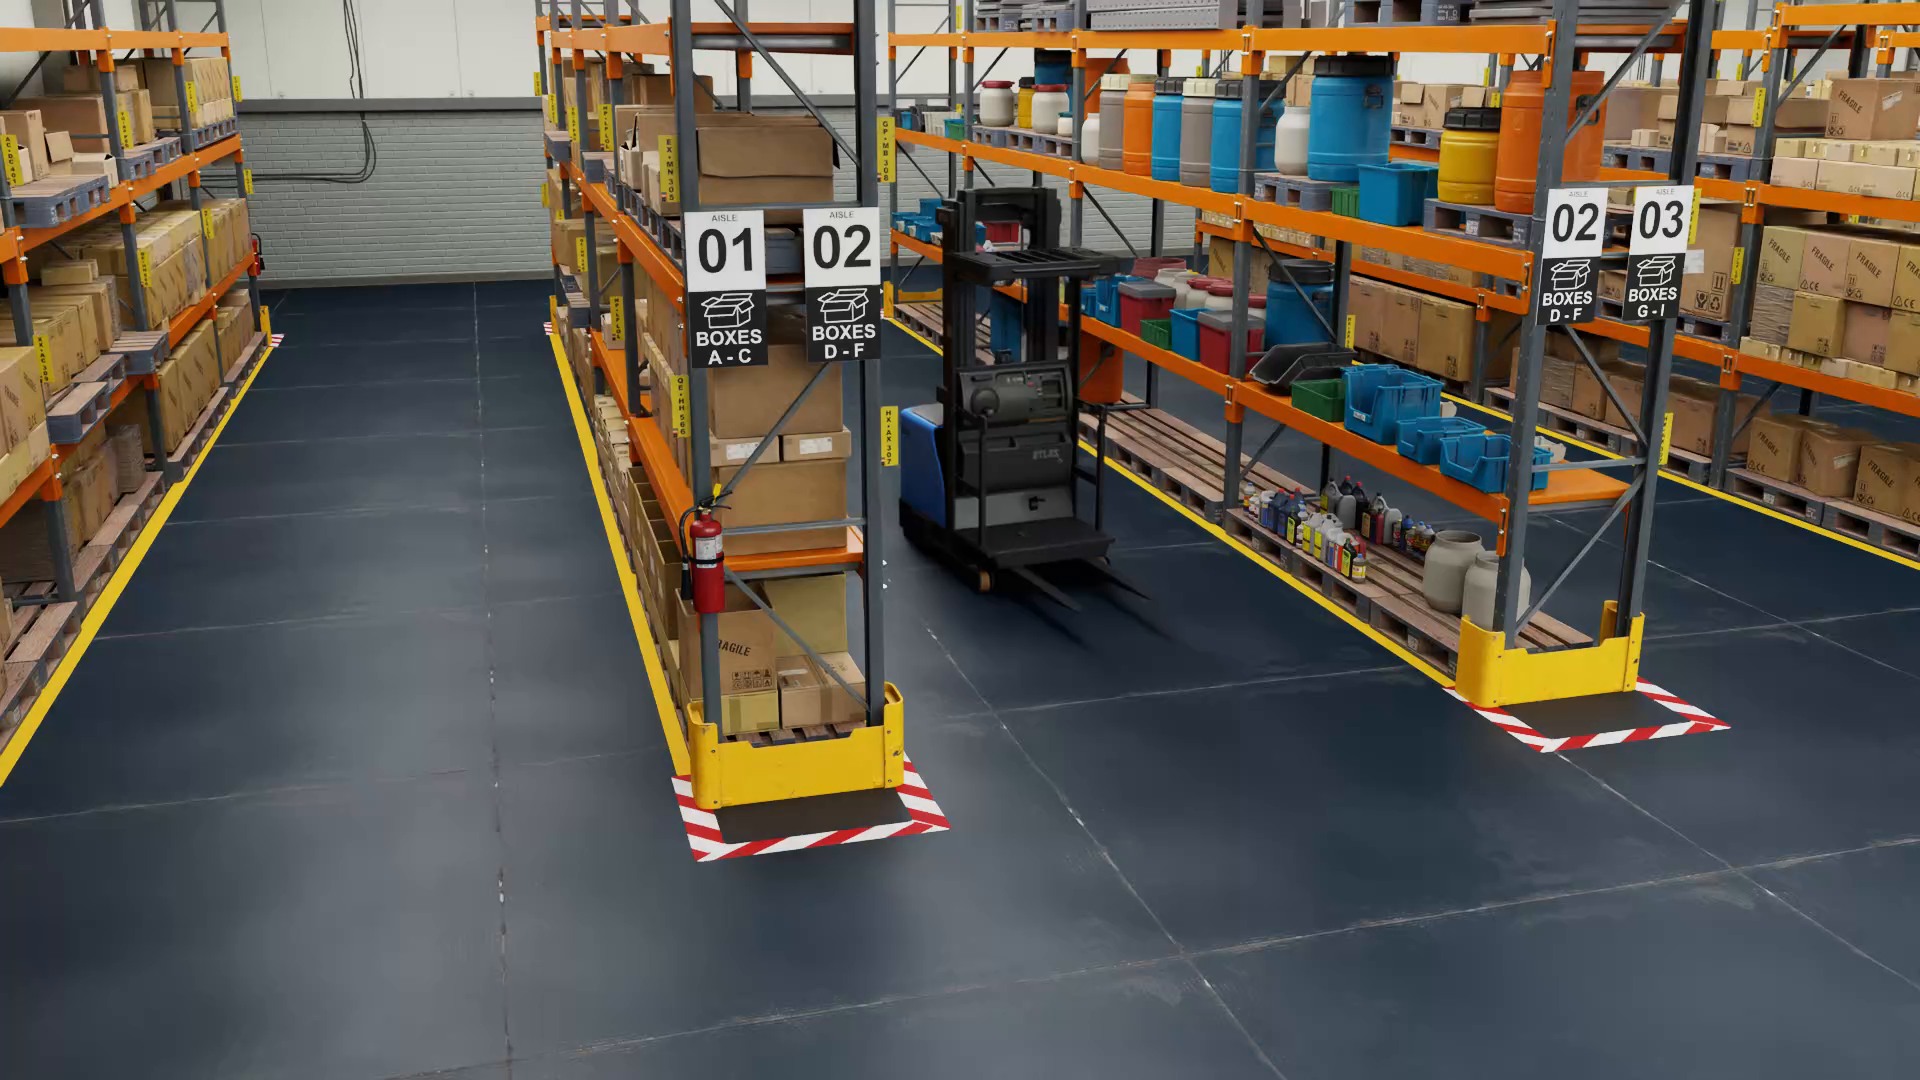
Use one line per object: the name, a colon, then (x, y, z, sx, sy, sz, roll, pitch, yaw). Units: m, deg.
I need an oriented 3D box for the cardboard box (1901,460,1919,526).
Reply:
cardboard box: (8.102, -0.361, 13.556, 0.500, 0.500, 0.500, -3, 17, -10)

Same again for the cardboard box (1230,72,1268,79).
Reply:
cardboard box: (4.445, -6.700, 24.752, 0.700, 0.500, 0.500, -5, 18, -17)

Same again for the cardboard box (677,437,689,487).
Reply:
cardboard box: (-1.461, -0.670, 10.794, 0.700, 0.500, 0.500, -4, 17, -14)

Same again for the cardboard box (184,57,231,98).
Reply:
cardboard box: (-9.613, -5.889, 21.182, 0.500, 0.500, 0.500, -5, 17, -15)

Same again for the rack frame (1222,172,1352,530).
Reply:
rack frame: (2.747, -1.561, 13.934, 1.000, 3.000, 0.127, -5, 17, -15)

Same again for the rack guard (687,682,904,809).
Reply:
rack guard: (-0.911, 1.140, 9.288, 1.175, 0.500, 0.348, -5, 17, -15)

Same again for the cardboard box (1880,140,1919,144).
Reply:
cardboard box: (8.014, -3.297, 14.069, 0.380, 0.149, 0.250, -6, 18, -18)

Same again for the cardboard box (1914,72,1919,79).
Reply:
cardboard box: (14.879, -6.862, 25.289, 0.500, 0.500, 0.500, -4, 17, -14)

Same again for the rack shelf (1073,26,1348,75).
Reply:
rack shelf: (2.197, -4.451, 15.074, 1.077, 0.370, 4.000, -5, 17, -15)

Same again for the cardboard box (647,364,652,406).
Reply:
cardboard box: (-2.194, -1.231, 13.097, 0.500, 0.250, 0.500, -4, 17, -12)

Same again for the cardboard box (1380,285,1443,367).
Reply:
cardboard box: (6.003, -2.682, 20.630, 1.225, 0.875, 0.875, -5, 17, -15)

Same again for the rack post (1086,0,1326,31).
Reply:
rack post: (2.123, -5.068, 14.833, 1.013, 1.000, 3.121, -5, 17, -15)

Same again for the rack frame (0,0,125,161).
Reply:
rack frame: (-7.878, -4.757, 14.147, 1.000, 3.000, 0.127, -5, 17, -15)

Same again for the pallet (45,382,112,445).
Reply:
pallet: (-6.849, -0.909, 12.096, 1.003, 0.211, 1.213, -5, 17, -15)

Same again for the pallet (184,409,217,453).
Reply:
pallet: (-8.354, -1.109, 17.278, 1.003, 0.211, 1.213, -5, 17, -15)

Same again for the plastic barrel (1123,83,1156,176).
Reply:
plastic barrel: (1.845, -3.884, 15.708, 0.600, 0.830, 0.708, -5, 17, -15)

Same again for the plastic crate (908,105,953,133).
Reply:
plastic crate: (-0.395, -5.843, 23.082, 0.504, 0.338, 0.767, -5, 17, -15)

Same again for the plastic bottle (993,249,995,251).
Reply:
plastic bottle: (0.416, -3.418, 20.342, 0.097, 0.271, 0.097, 0, 17, 0)

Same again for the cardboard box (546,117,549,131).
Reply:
cardboard box: (-5.154, -5.415, 21.810, 0.500, 0.250, 0.500, -5, 17, -15)

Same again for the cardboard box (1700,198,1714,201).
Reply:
cardboard box: (9.990, -4.533, 22.501, 0.380, 0.149, 0.250, -5, 17, -16)

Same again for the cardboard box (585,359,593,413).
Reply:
cardboard box: (-3.740, -1.673, 17.890, 0.500, 0.500, 0.500, -5, 18, -17)

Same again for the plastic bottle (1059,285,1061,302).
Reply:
plastic bottle: (1.112, -2.684, 18.017, 0.097, 0.201, 0.097, 0, 17, 0)

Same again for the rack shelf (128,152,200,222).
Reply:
rack shelf: (-8.427, -3.529, 16.524, 1.077, 0.370, 4.000, -5, 17, -15)

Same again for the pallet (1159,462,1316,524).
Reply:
pallet: (2.494, -0.439, 15.048, 1.003, 0.211, 1.213, -5, 17, -15)

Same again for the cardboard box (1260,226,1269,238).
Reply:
cardboard box: (4.559, -4.459, 24.018, 0.380, 0.149, 0.250, -5, 17, -16)

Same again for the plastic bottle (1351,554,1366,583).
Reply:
plastic bottle: (2.920, 0.202, 12.166, 0.097, 0.201, 0.097, 0, 17, 0)

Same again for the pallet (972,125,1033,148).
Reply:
pallet: (0.858, -4.911, 20.200, 1.213, 0.211, 1.003, -5, 17, -15)

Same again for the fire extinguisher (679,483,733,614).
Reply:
fire extinguisher: (-1.331, 0.043, 8.730, 0.296, 0.674, 0.183, -5, 17, -15)

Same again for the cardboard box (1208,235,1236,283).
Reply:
cardboard box: (4.464, -4.284, 25.965, 0.875, 0.875, 0.875, -5, 17, -15)

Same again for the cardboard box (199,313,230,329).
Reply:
cardboard box: (-9.003, -2.629, 19.978, 0.380, 0.149, 0.250, -4, 17, -13)

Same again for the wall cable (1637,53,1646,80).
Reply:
wall cable: (15.319, -10.766, 34.085, 2.988, 3.039, 0.133, -5, 17, -15)

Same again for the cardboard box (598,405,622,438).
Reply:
cardboard box: (-3.102, -1.117, 15.531, 0.500, 0.311, 0.500, -5, 17, -17)

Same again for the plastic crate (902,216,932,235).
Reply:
plastic crate: (-0.619, -4.552, 24.079, 0.416, 0.233, 0.300, -5, 17, -15)

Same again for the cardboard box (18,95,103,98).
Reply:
cardboard box: (-8.262, -3.851, 15.406, 0.700, 0.500, 0.500, -6, 18, -18)

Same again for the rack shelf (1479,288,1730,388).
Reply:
rack shelf: (6.960, -2.161, 17.183, 1.077, 0.370, 4.000, -5, 17, -15)

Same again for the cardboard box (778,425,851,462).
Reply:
cardboard box: (-0.818, -0.548, 9.261, 0.380, 0.149, 0.250, -5, 17, -16)

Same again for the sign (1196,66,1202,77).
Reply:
sign: (3.676, -7.123, 25.579, 0.100, 0.325, 0.005, -5, 17, -15)

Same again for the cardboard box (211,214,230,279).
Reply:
cardboard box: (-9.306, -3.488, 19.828, 0.980, 0.700, 0.700, -5, 17, -17)

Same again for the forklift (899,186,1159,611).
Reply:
forklift: (0.519, -1.143, 12.661, 1.130, 2.935, 3.031, -7, 18, -22)

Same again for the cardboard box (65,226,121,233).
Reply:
cardboard box: (-8.669, -2.974, 16.611, 0.500, 0.250, 0.500, -5, 17, -17)

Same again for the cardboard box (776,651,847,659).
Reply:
cardboard box: (-0.992, 0.748, 10.297, 0.500, 0.250, 0.500, -5, 17, -15)

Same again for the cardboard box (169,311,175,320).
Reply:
cardboard box: (-8.178, -2.306, 16.817, 0.380, 0.149, 0.250, -5, 17, -15)

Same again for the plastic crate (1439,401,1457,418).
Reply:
plastic crate: (3.437, -1.005, 12.543, 0.530, 0.136, 0.437, -5, 17, -15)

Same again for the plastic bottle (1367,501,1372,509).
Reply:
plastic bottle: (3.339, -0.220, 13.429, 0.061, 0.283, 0.133, -4, 17, -12)

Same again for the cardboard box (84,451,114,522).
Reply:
cardboard box: (-7.436, -0.416, 13.702, 0.700, 0.500, 0.500, -5, 17, -16)

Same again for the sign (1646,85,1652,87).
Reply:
sign: (9.588, -6.169, 23.161, 0.100, 0.325, 0.005, -5, 17, -15)

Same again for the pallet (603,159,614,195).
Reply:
pallet: (-2.533, -3.133, 14.282, 1.003, 0.211, 1.213, -4, 17, -13)

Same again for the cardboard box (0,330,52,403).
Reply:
cardboard box: (-6.886, -1.180, 11.726, 0.700, 0.500, 0.500, -5, 17, -15)

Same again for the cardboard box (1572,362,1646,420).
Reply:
cardboard box: (6.941, -1.580, 17.578, 0.700, 0.500, 0.500, -3, 17, -11)

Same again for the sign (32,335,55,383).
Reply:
sign: (-6.259, -1.237, 11.352, 0.100, 0.325, 0.005, -5, 17, -15)

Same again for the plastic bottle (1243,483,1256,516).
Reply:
plastic bottle: (2.413, -0.342, 13.854, 0.097, 0.271, 0.097, 0, 17, 0)

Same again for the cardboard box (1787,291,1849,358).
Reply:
cardboard box: (7.677, -1.872, 14.280, 0.875, 0.500, 0.500, -5, 17, -15)

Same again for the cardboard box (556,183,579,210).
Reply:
cardboard box: (-4.746, -4.171, 20.711, 0.500, 0.500, 0.500, -5, 17, -16)

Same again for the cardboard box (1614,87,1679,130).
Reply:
cardboard box: (7.054, -4.391, 17.100, 0.500, 0.500, 0.500, -4, 17, -14)

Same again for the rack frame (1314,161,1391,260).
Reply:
rack frame: (5.311, -4.165, 22.604, 1.000, 3.000, 0.127, -5, 17, -15)

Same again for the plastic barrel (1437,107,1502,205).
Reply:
plastic barrel: (3.411, -2.487, 10.748, 0.600, 0.588, 0.600, 0, 17, 0)
